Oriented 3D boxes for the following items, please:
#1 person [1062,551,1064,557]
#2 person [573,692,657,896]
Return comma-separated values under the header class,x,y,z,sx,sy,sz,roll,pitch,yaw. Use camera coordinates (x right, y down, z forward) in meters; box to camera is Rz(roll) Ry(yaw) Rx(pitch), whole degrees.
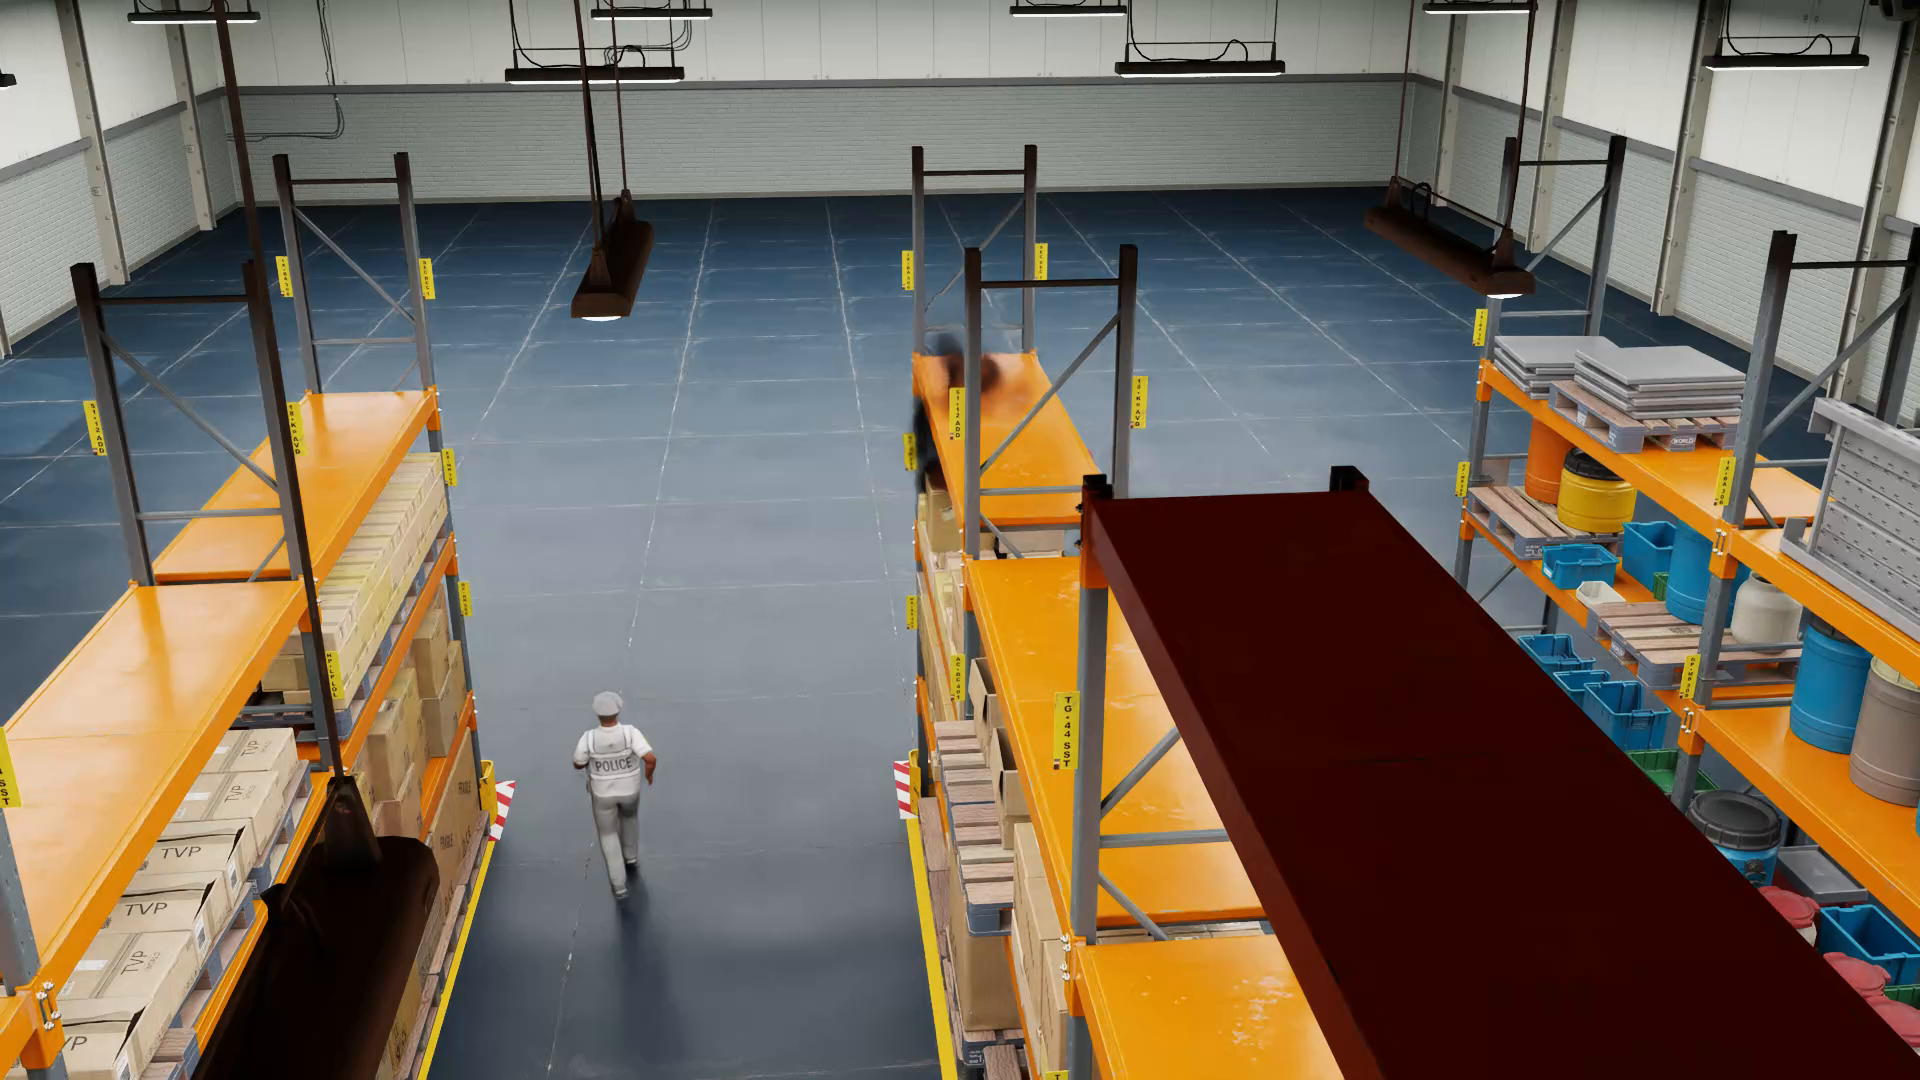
class,x,y,z,sx,sy,sz,roll,pitch,yaw
person,0.979,-0.352,20.121,0.694,1.823,0.631,7,23,17
person,-2.877,2.104,13.894,0.646,1.822,0.870,-8,23,-20
